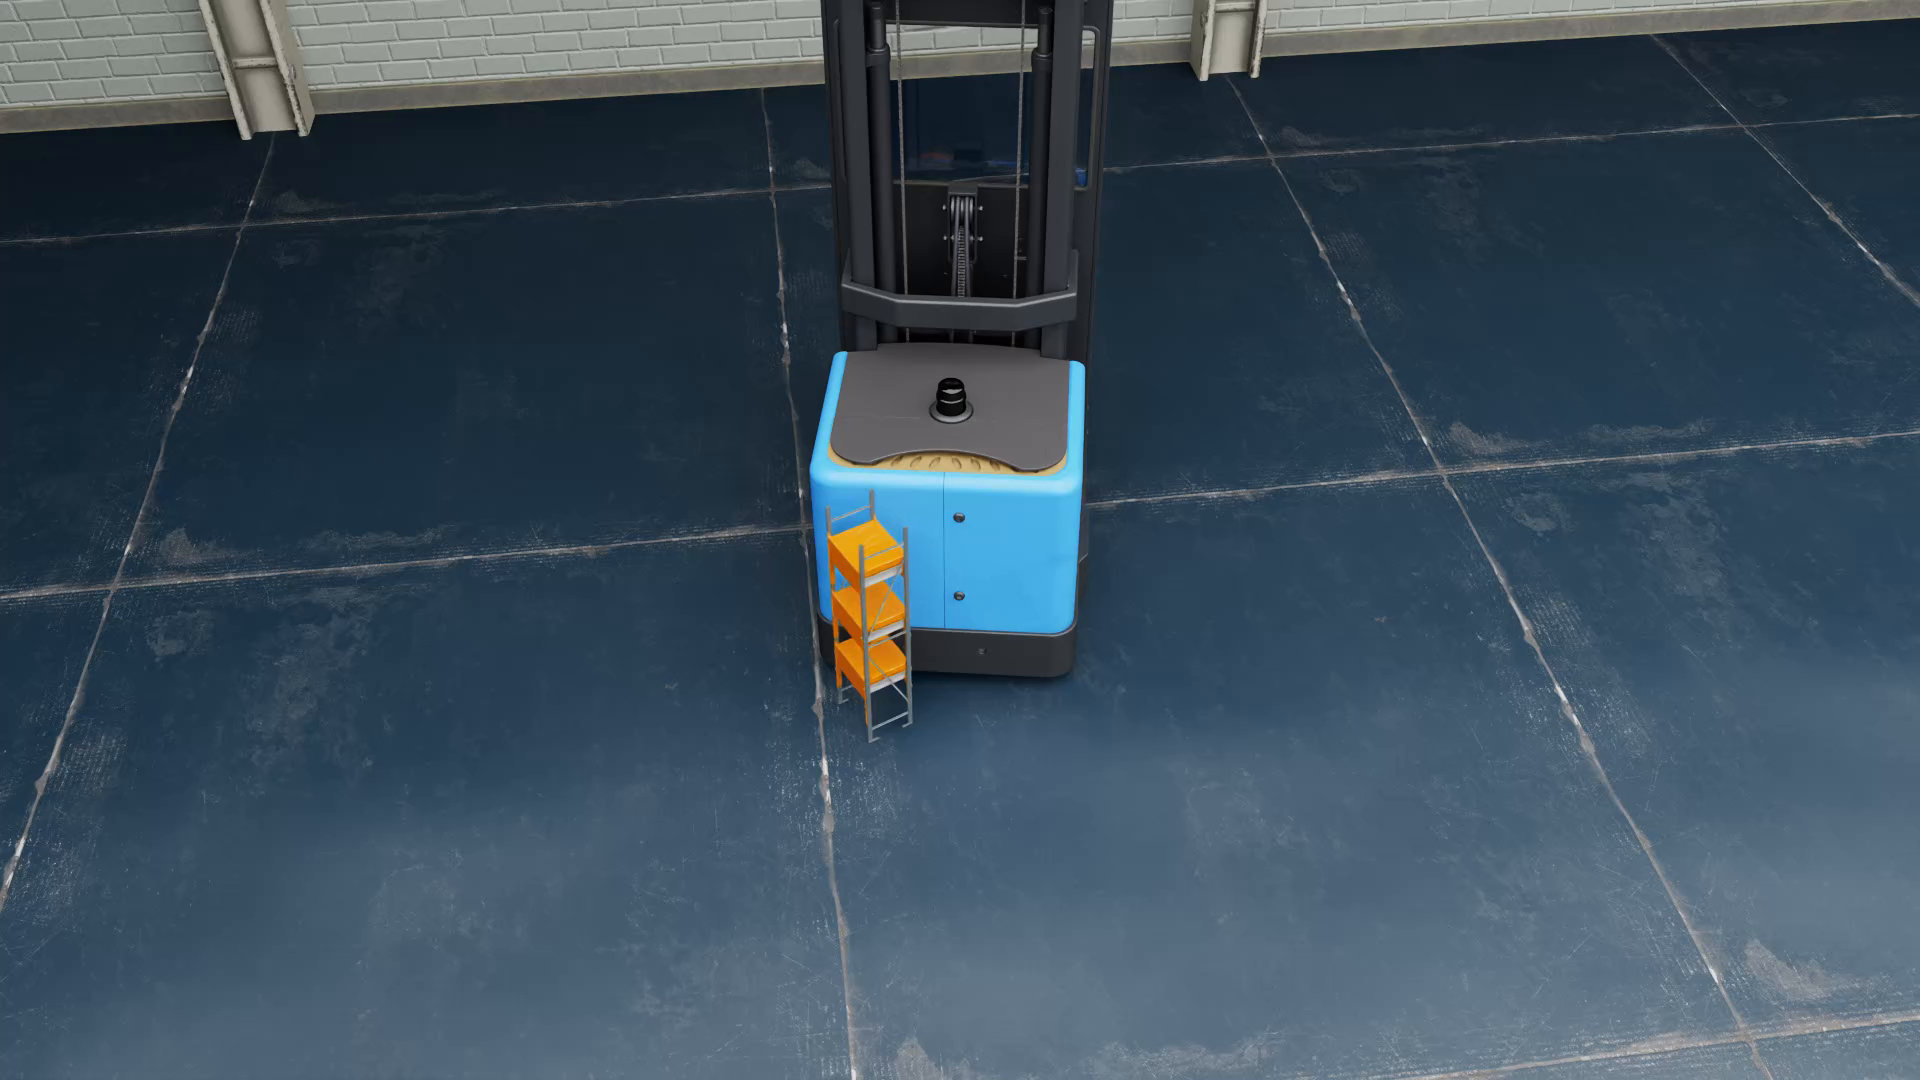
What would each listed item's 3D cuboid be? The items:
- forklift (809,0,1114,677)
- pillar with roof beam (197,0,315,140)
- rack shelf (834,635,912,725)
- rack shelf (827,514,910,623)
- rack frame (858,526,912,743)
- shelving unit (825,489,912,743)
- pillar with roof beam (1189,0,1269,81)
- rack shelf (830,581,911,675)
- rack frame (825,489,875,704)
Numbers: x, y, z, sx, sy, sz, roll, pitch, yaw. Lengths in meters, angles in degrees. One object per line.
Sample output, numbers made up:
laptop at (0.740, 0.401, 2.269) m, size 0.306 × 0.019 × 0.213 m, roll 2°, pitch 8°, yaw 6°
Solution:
forklift at (0.044, -1.509, 6.949) m, size 1.130 × 2.935 × 3.031 m, roll 3°, pitch 42°, yaw 3°
pillar with roof beam at (-3.666, -3.053, 4.131) m, size 0.400 × 9.000 × 9.100 m, roll -5°, pitch 42°, yaw -6°
rack shelf at (-0.341, 0.522, 6.533) m, size 0.215 × 0.259 × 0.240 m, roll -22°, pitch 47°, yaw -23°
rack shelf at (-0.339, 0.104, 6.157) m, size 0.215 × 0.259 × 0.240 m, roll -22°, pitch 47°, yaw -23°
rack frame at (-0.275, 0.377, 6.263) m, size 0.200 × 1.050 × 0.008 m, roll -22°, pitch 47°, yaw -23°
shelving unit at (-0.340, 0.307, 6.340) m, size 0.215 × 1.050 × 0.252 m, roll -22°, pitch 47°, yaw -23°
pillar with roof beam at (2.283, -3.574, 4.709) m, size 0.400 × 9.000 × 9.100 m, roll -5°, pitch 42°, yaw -6°
rack shelf at (-0.340, 0.315, 6.347) m, size 0.215 × 0.259 × 0.240 m, roll -22°, pitch 47°, yaw -23°
rack frame at (-0.404, 0.238, 6.417) m, size 0.200 × 1.050 × 0.008 m, roll -22°, pitch 47°, yaw -23°
